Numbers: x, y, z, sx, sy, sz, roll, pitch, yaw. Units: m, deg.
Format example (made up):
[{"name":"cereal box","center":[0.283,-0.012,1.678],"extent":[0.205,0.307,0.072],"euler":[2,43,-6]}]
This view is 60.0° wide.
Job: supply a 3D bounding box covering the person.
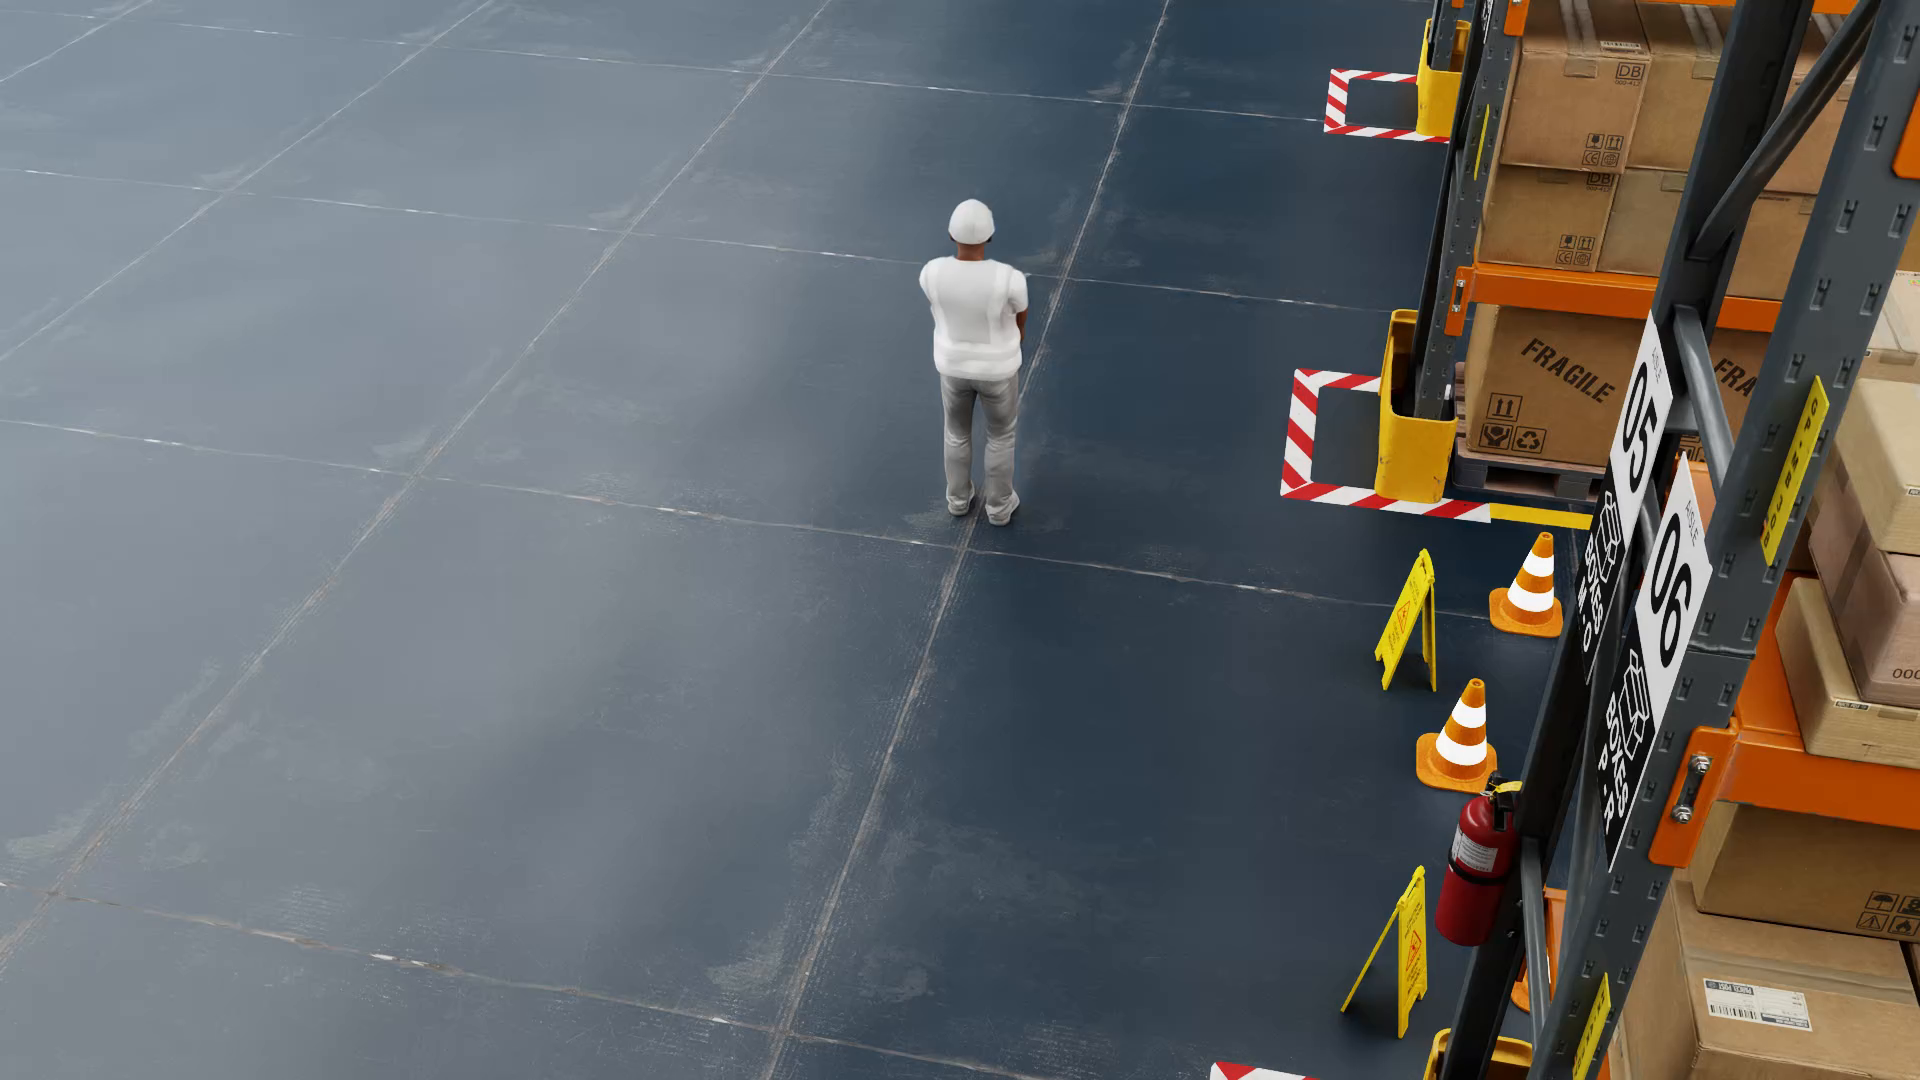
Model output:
[{"name":"person","center":[0.096,-0.911,8.186],"extent":[0.504,1.761,0.581],"euler":[8,37,11]}]
